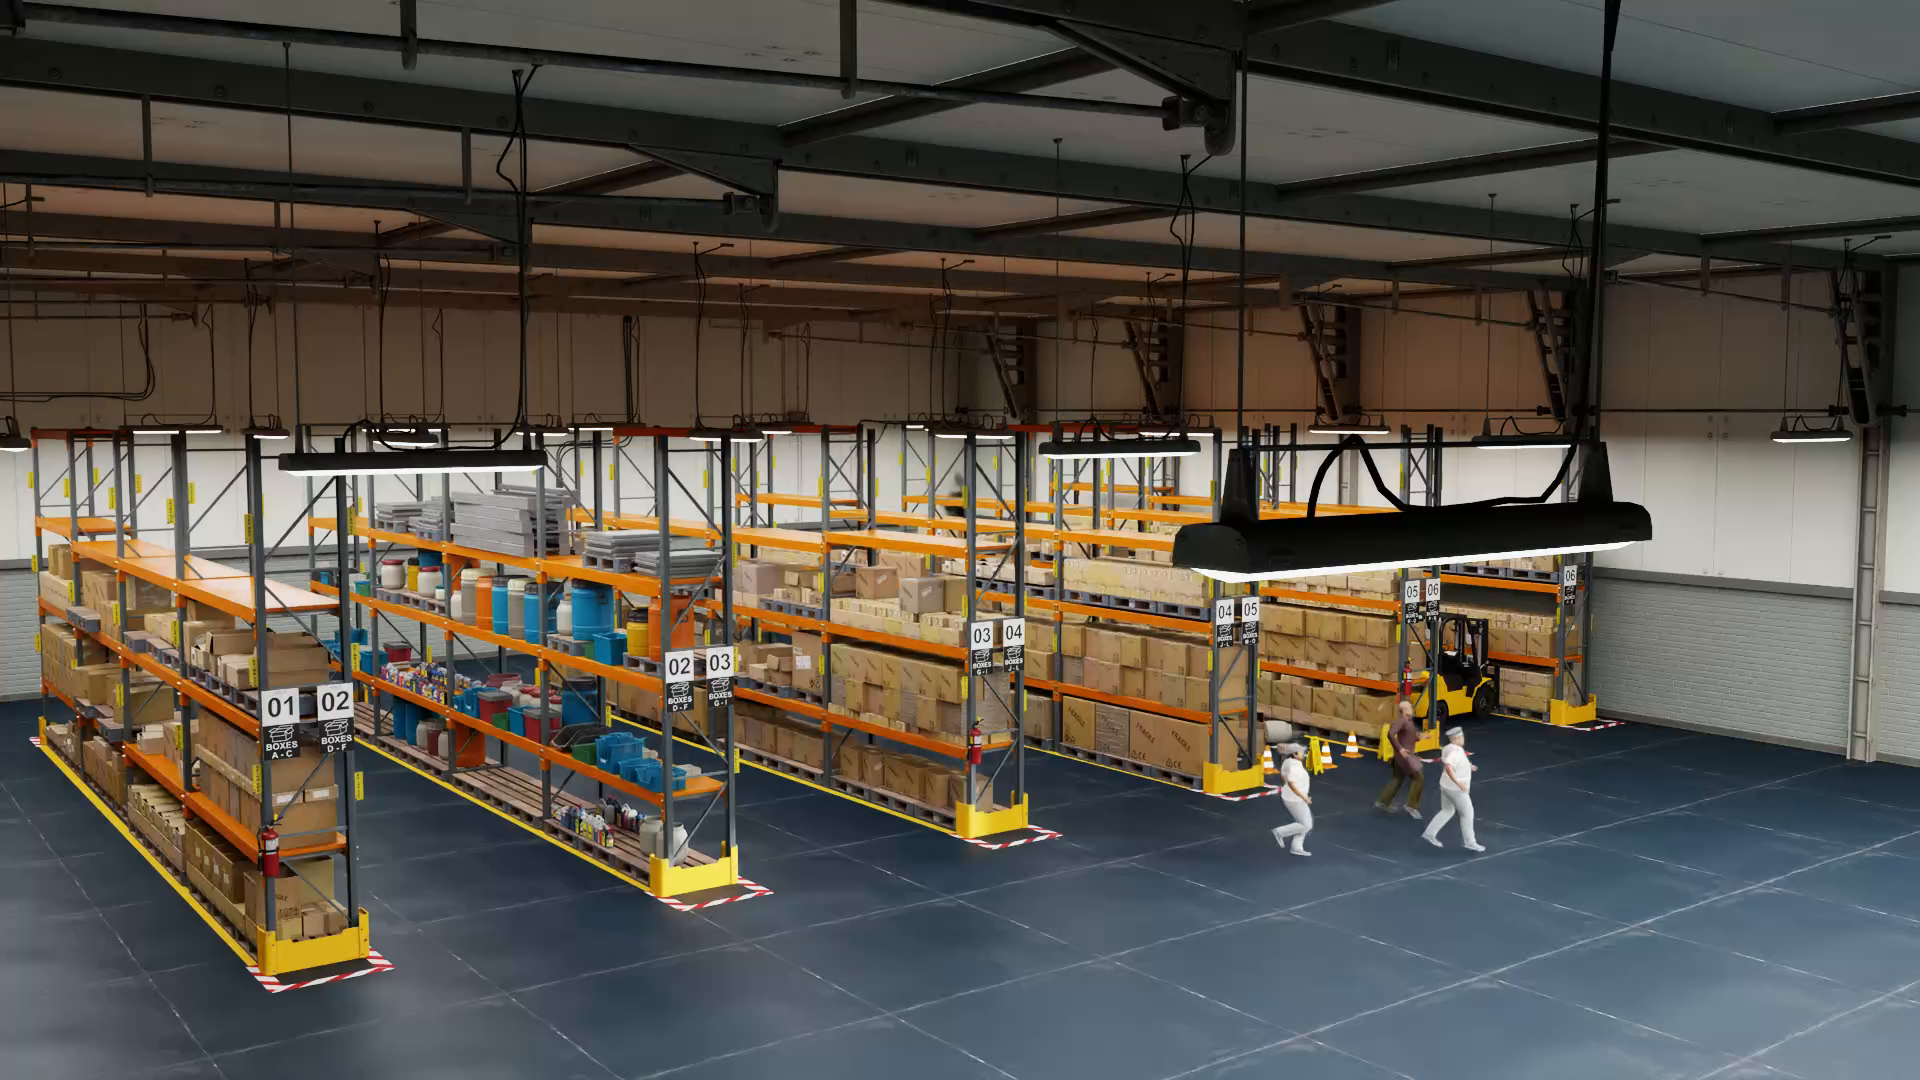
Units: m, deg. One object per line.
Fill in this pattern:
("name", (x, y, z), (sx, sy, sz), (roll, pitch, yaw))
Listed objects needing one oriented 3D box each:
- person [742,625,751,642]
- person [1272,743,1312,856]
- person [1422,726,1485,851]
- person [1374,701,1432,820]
("person", (-5.384, 1.979, 41.966), (0.684, 1.675, 0.731), (0, 4, 3))
("person", (4.703, 3.683, 23.585), (0.587, 1.630, 0.615), (0, 4, -2))
("person", (7.082, 3.551, 23.799), (0.892, 1.783, 0.665), (0, 4, -6))
("person", (6.909, 3.431, 25.850), (0.822, 1.835, 0.683), (1, 5, 10))
